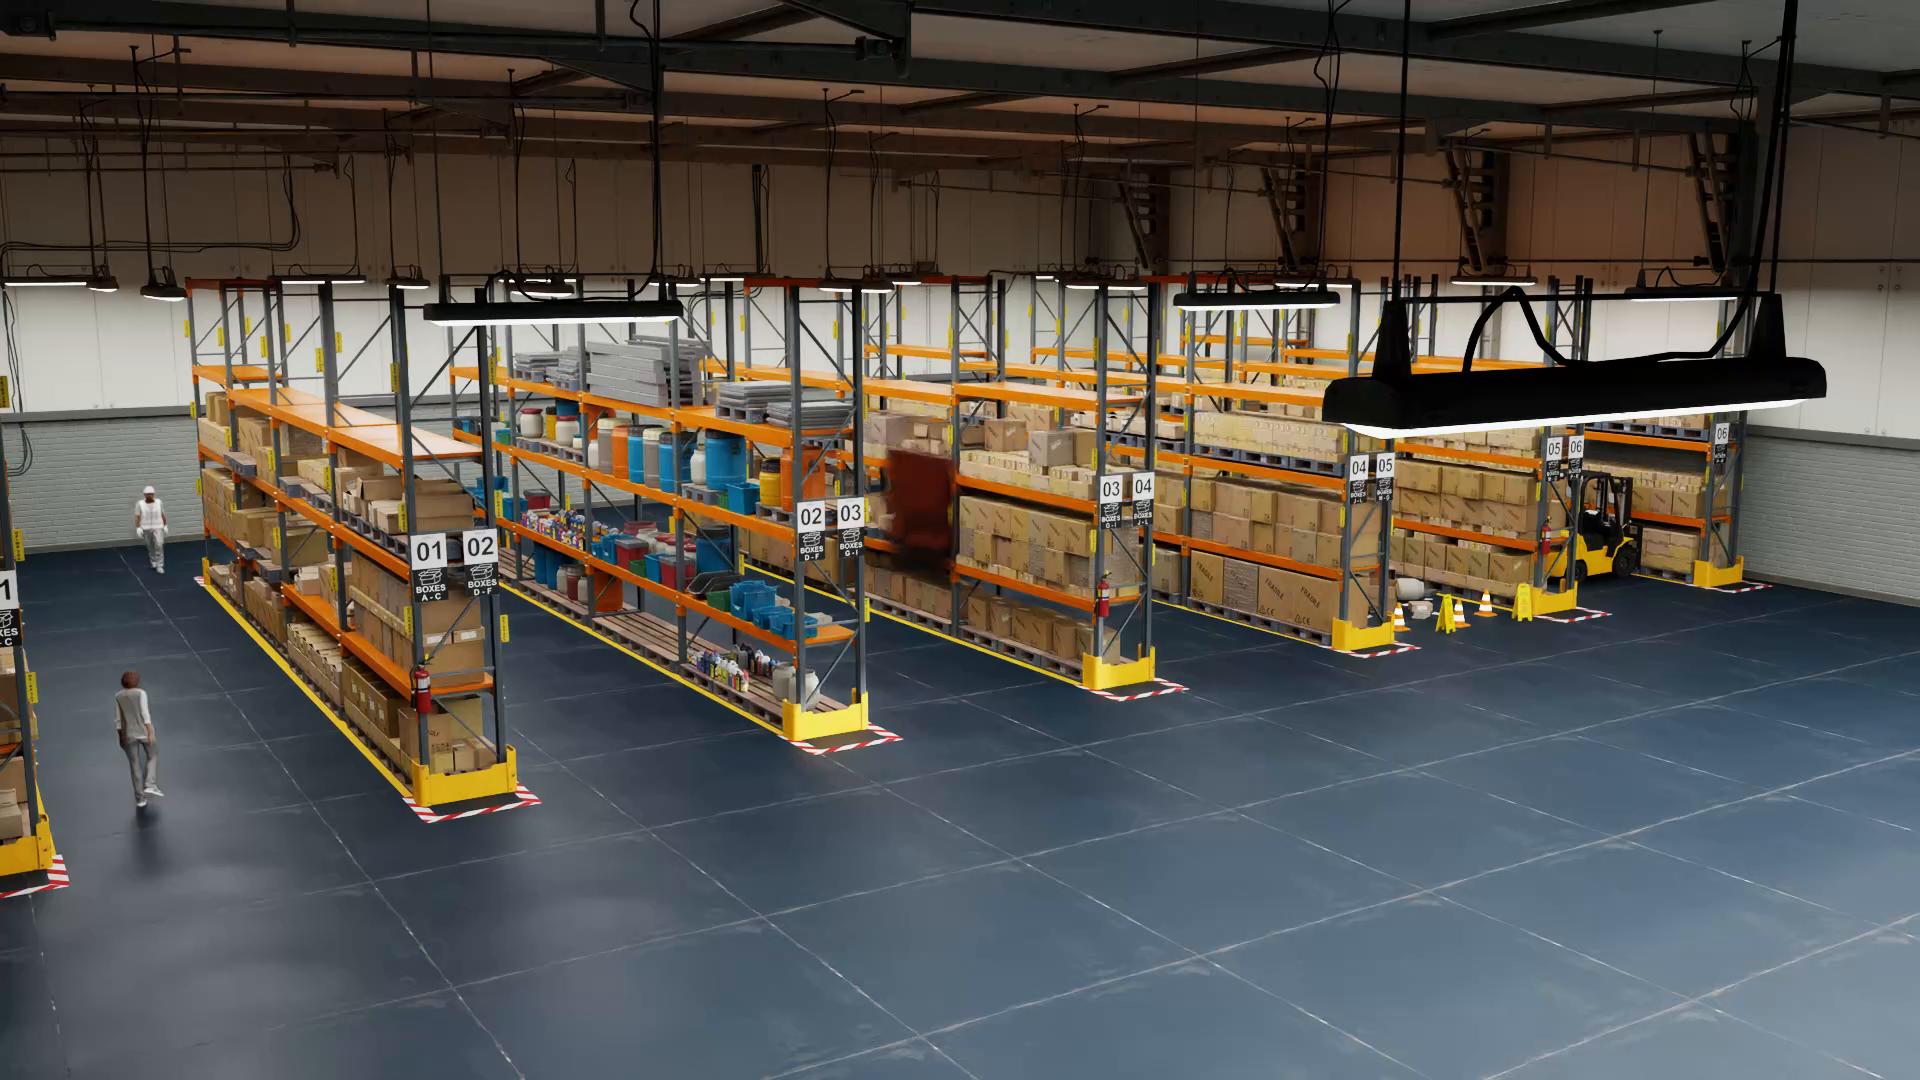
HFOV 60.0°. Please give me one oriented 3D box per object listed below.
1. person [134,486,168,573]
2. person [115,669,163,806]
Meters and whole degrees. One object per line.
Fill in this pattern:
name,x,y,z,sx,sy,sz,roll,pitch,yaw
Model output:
person,-16.556,-0.231,33.990,0.549,1.724,0.985,-3,10,-16
person,-9.629,2.309,19.449,0.446,1.582,0.469,-4,10,-21
